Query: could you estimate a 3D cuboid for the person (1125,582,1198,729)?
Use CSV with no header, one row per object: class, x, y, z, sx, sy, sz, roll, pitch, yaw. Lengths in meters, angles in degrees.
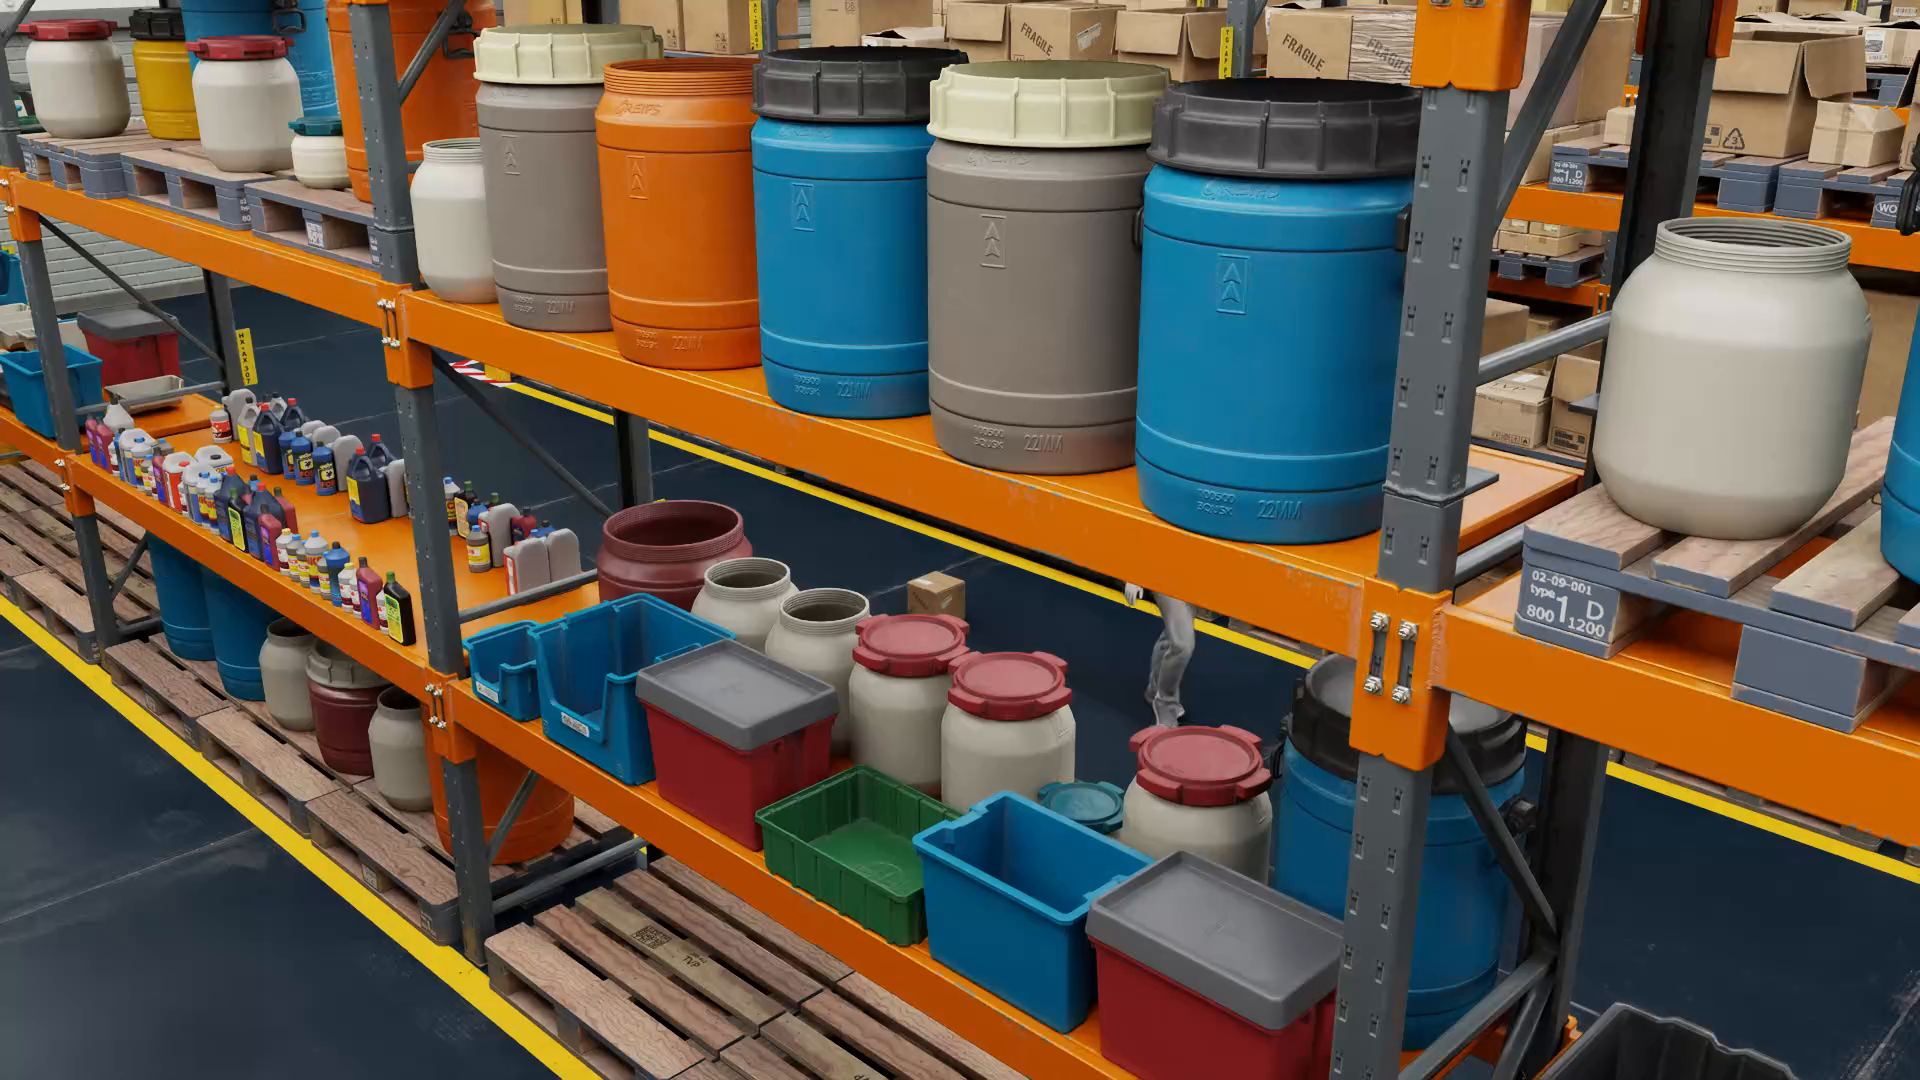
person,1.134,0.189,8.547,0.522,1.741,0.493,-15,25,-35
